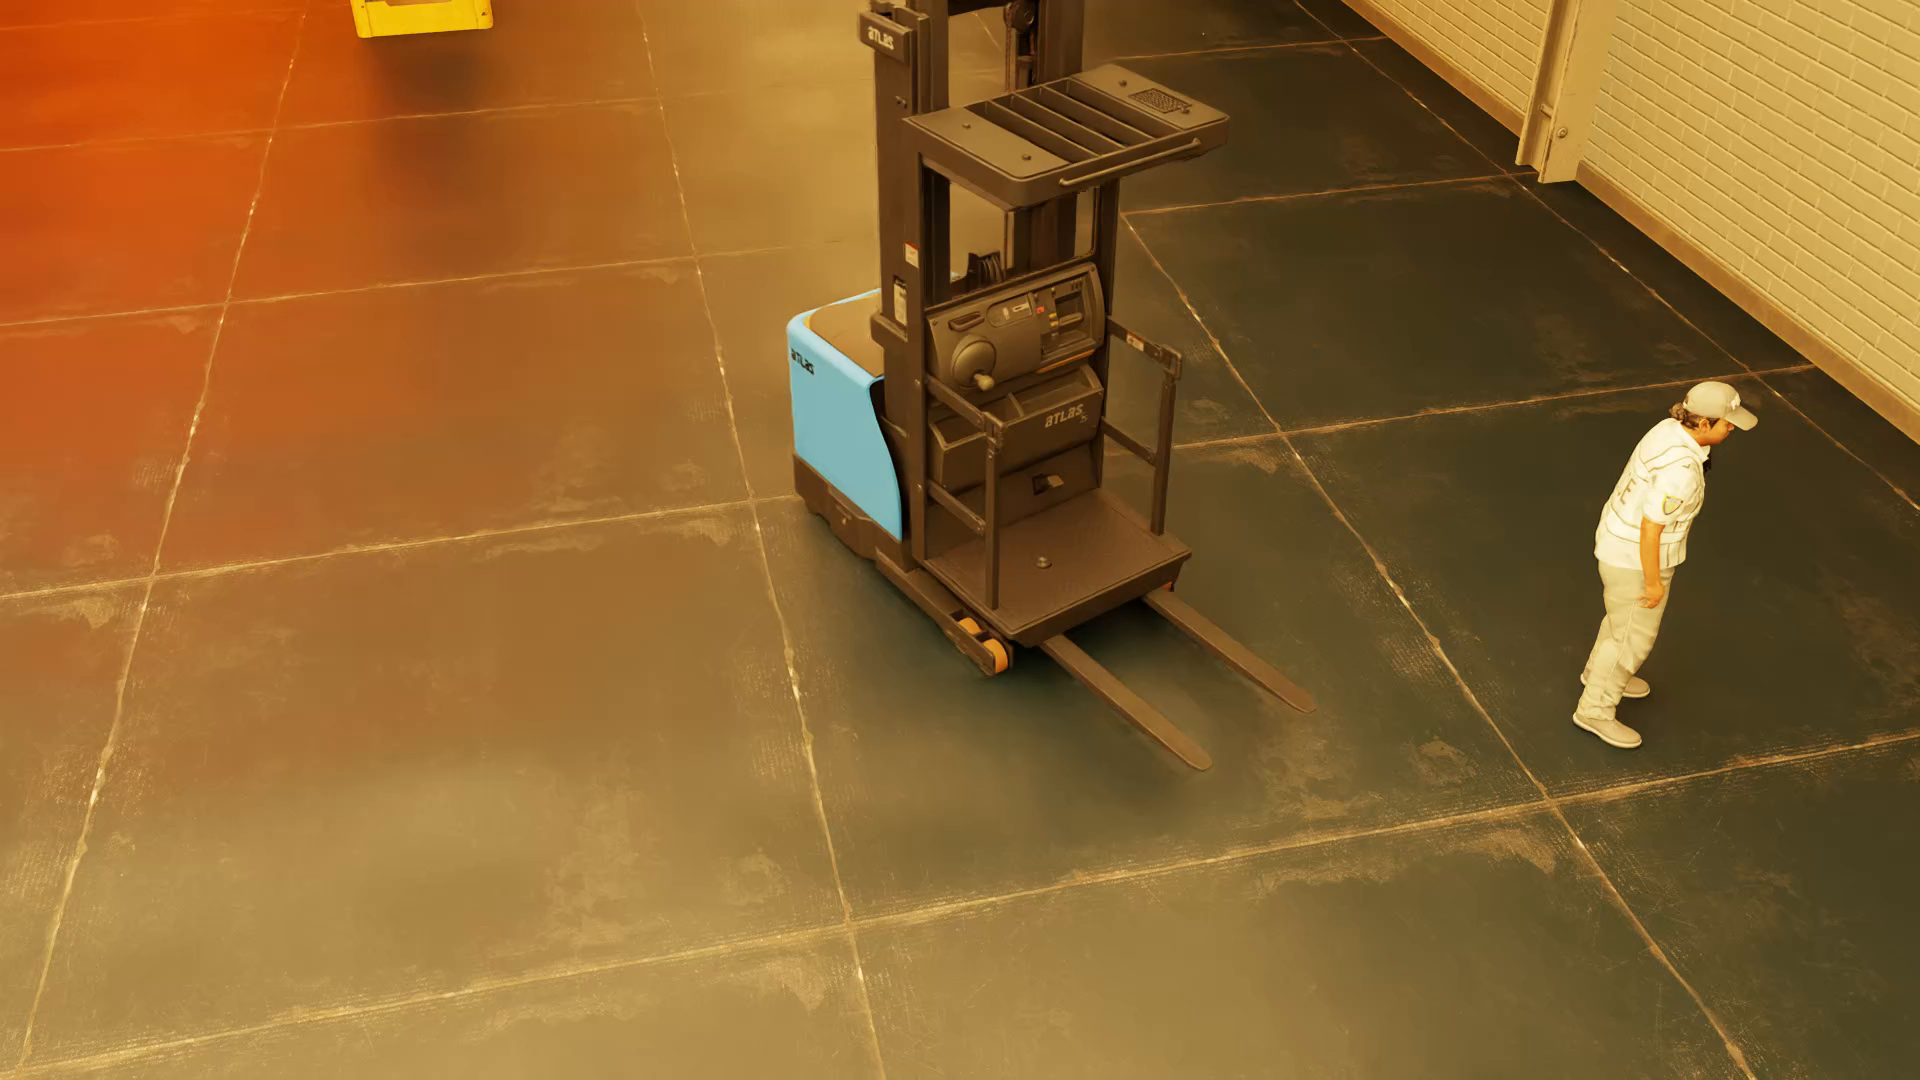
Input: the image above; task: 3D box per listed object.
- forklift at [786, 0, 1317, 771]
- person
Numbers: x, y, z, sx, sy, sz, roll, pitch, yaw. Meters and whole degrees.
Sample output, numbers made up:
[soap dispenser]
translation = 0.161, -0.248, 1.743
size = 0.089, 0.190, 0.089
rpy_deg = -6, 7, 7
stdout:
[forklift]
translation = 0.388, -0.889, 7.285
size = 1.130, 2.935, 3.031
rpy_deg = -23, 42, -28
[person]
translation = 2.929, 0.069, 7.039
size = 0.467, 1.666, 0.564
rpy_deg = 13, 38, 18
